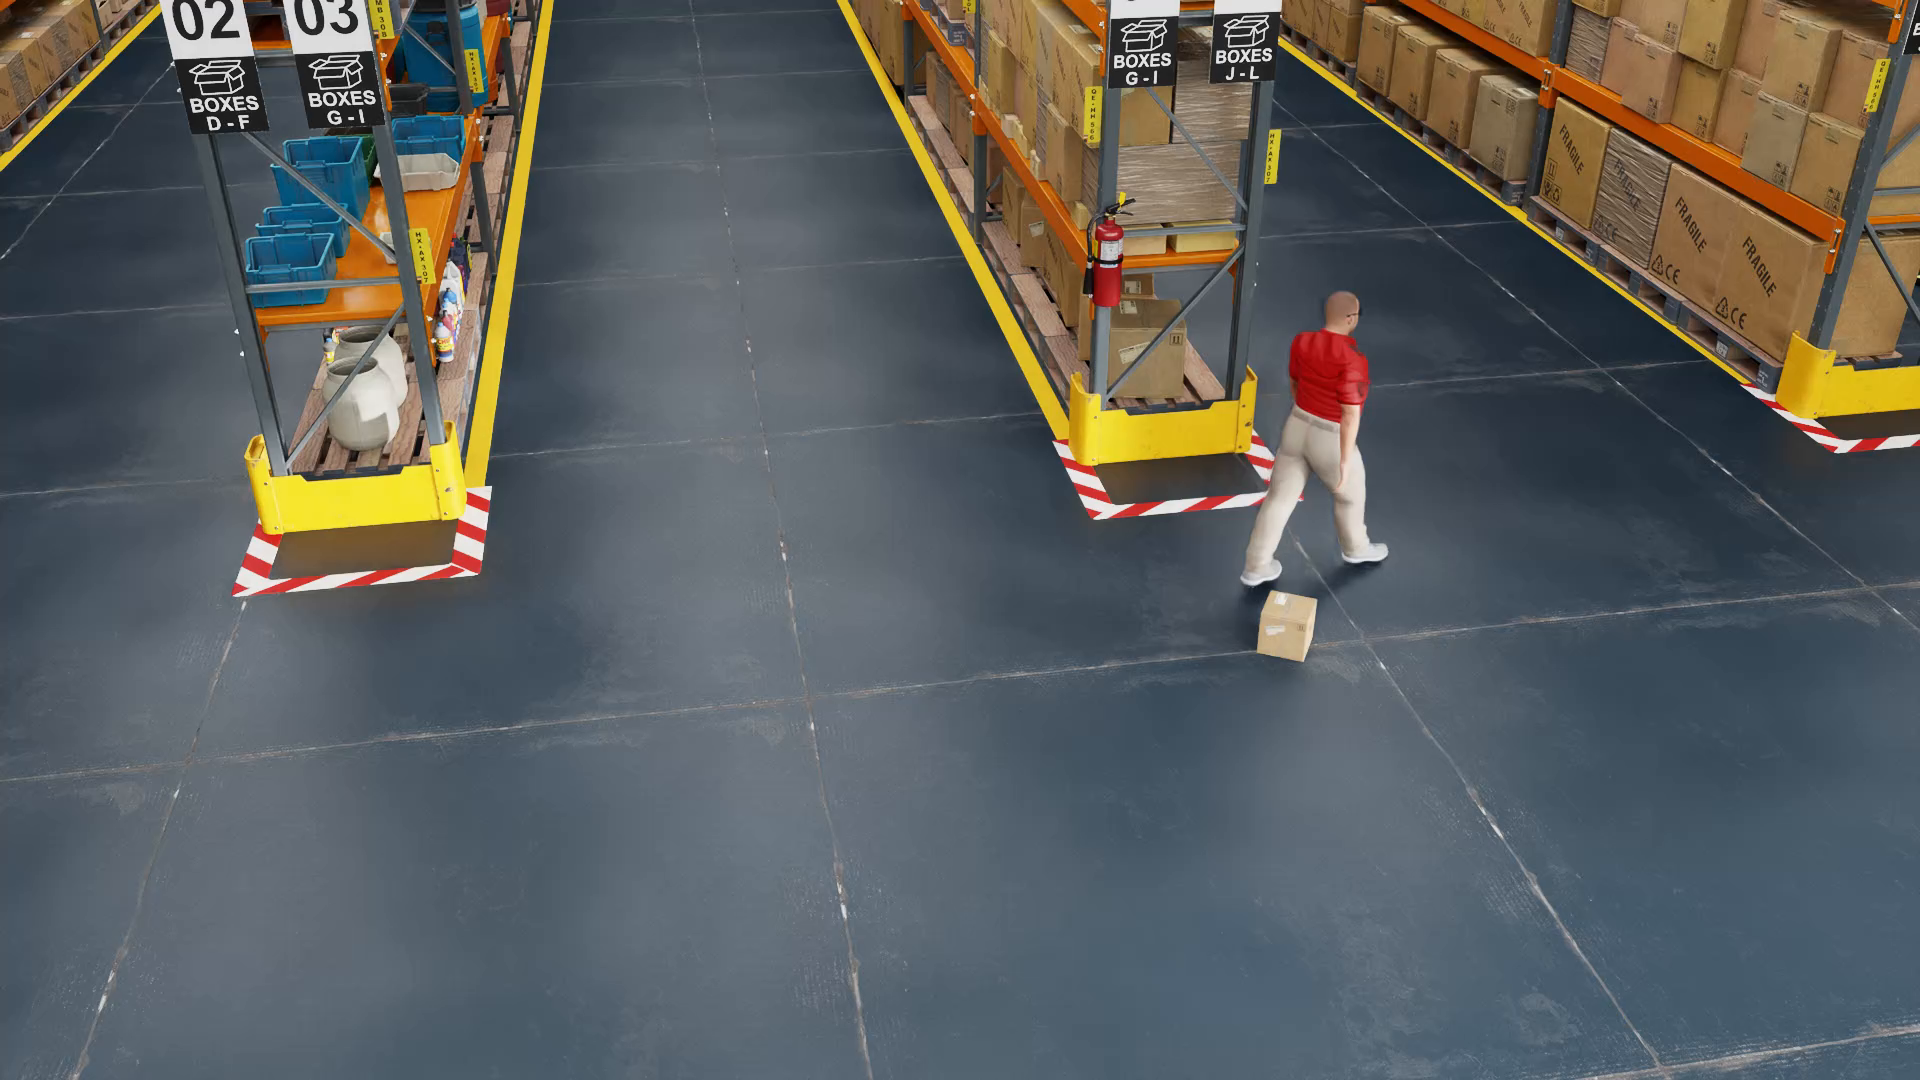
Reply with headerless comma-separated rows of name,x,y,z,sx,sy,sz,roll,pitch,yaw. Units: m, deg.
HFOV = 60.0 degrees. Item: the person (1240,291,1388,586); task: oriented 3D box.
person,2.003,-0.562,9.110,0.991,1.694,0.575,-26,39,-36
